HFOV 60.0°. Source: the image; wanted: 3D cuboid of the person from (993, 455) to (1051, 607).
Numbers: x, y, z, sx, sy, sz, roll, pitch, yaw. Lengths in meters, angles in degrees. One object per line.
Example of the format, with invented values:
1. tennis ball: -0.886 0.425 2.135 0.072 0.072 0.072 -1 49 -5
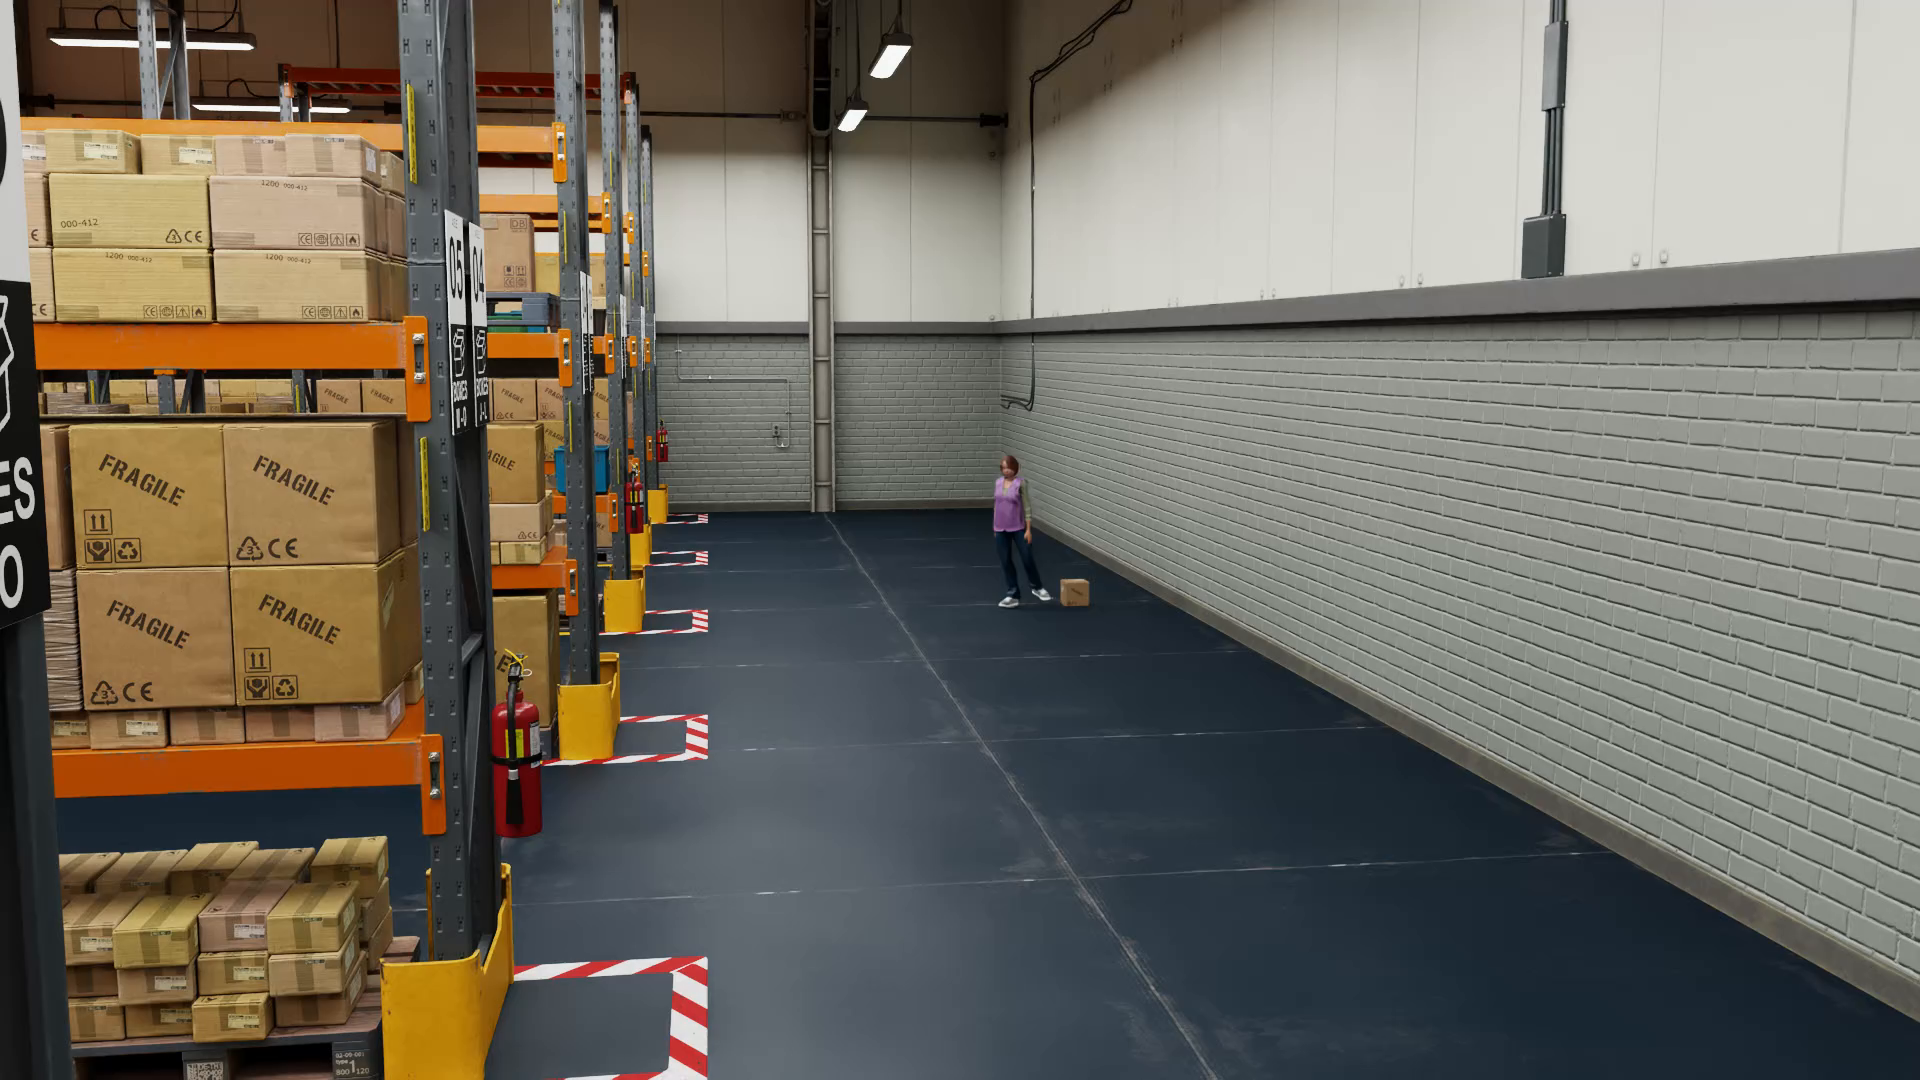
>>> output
1. person: 0.632 -0.094 17.263 0.592 1.585 0.477 3 7 25
